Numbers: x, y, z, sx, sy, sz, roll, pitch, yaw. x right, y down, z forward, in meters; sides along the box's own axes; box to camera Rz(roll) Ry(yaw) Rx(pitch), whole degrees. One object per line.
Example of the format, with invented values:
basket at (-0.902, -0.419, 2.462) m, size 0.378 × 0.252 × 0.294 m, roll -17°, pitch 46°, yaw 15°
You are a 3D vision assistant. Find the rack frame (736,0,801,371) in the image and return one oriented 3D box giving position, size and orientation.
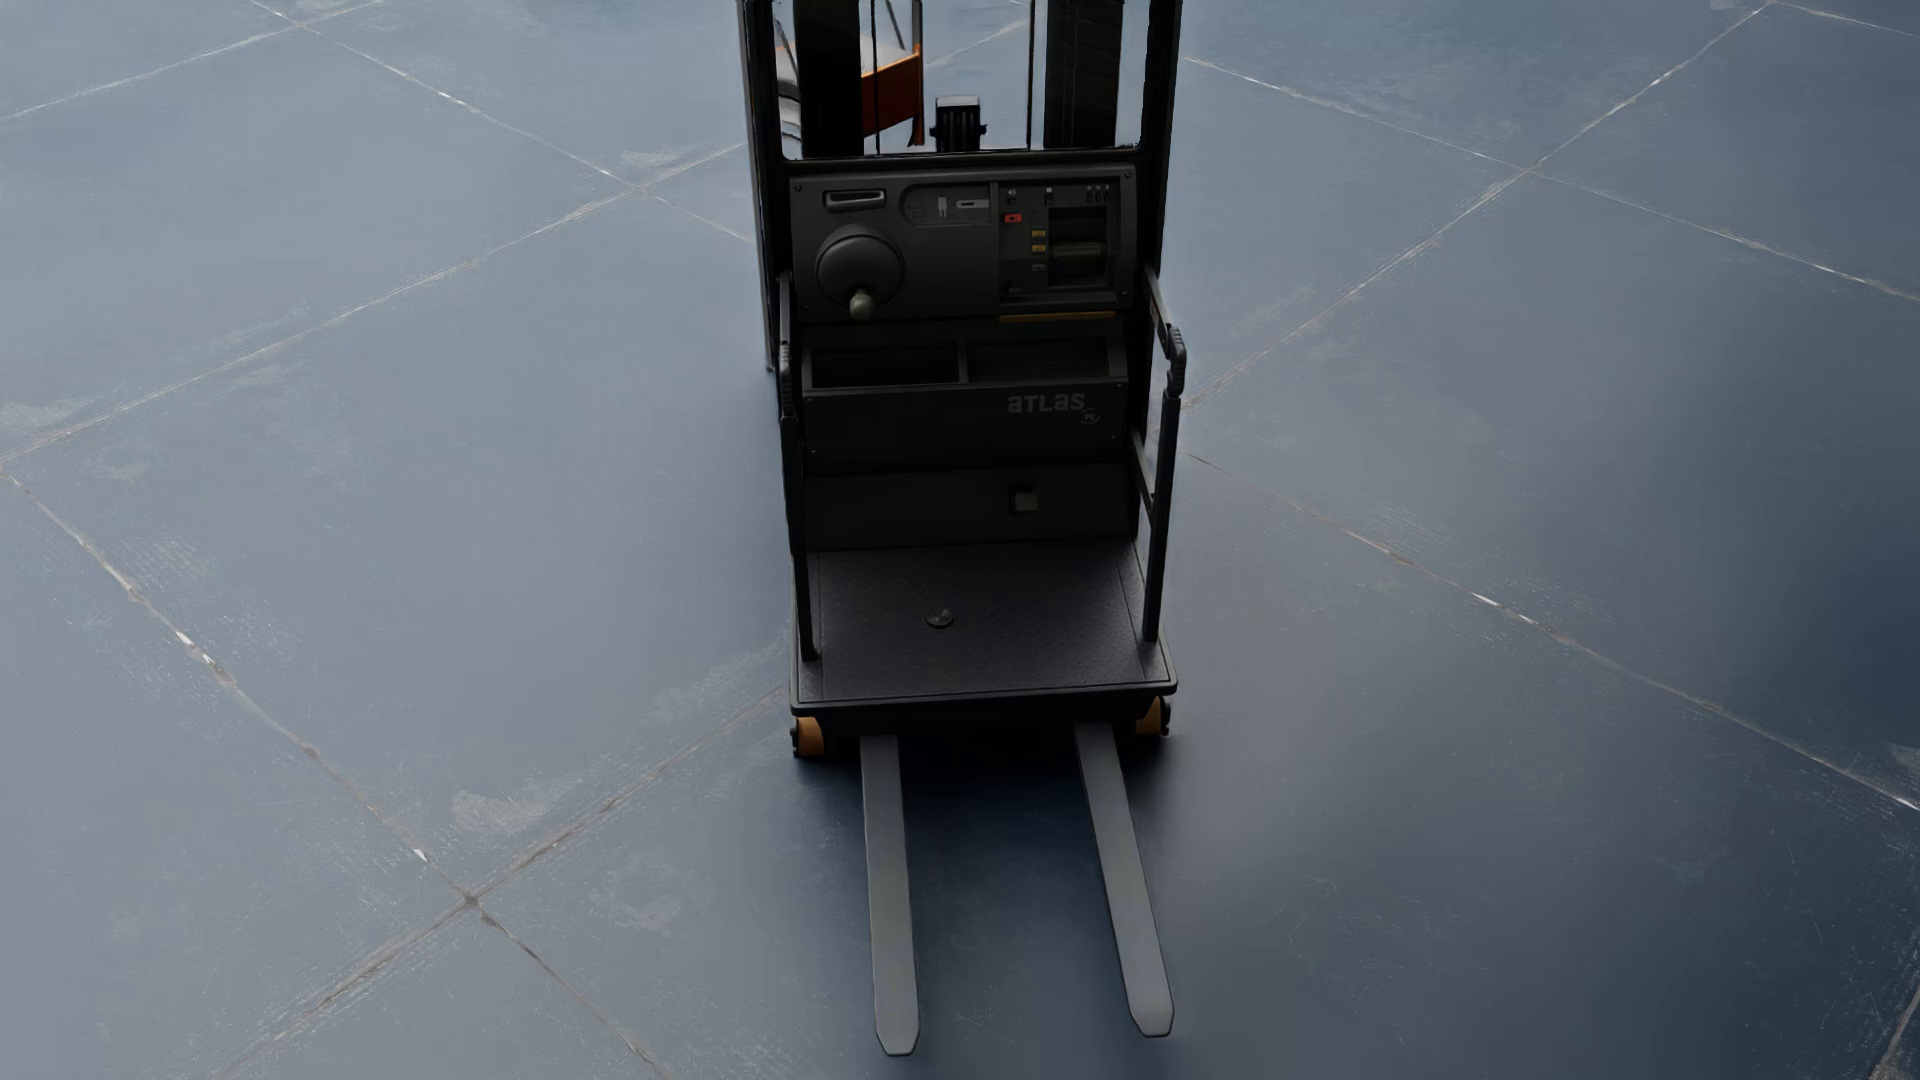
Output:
rack frame at (-0.618, -1.428, 5.859) m, size 0.400 × 2.100 × 0.015 m, roll 31°, pitch 48°, yaw 33°

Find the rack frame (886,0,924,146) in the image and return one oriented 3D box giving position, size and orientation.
rack frame at (-0.282, -1.649, 6.136) m, size 0.400 × 2.100 × 0.015 m, roll 31°, pitch 48°, yaw 33°

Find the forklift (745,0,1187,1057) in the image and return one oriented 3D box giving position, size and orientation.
forklift at (0.033, -0.726, 4.308) m, size 1.130 × 2.935 × 3.031 m, roll -3°, pitch 39°, yaw -4°

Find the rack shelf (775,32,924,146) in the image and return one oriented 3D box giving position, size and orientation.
rack shelf at (-0.450, -1.528, 6.006) m, size 0.431 × 0.518 × 0.480 m, roll 31°, pitch 48°, yaw 33°

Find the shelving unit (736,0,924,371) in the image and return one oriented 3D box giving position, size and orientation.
shelving unit at (-0.450, -1.539, 5.998) m, size 0.431 × 2.100 × 0.503 m, roll 31°, pitch 48°, yaw 33°
